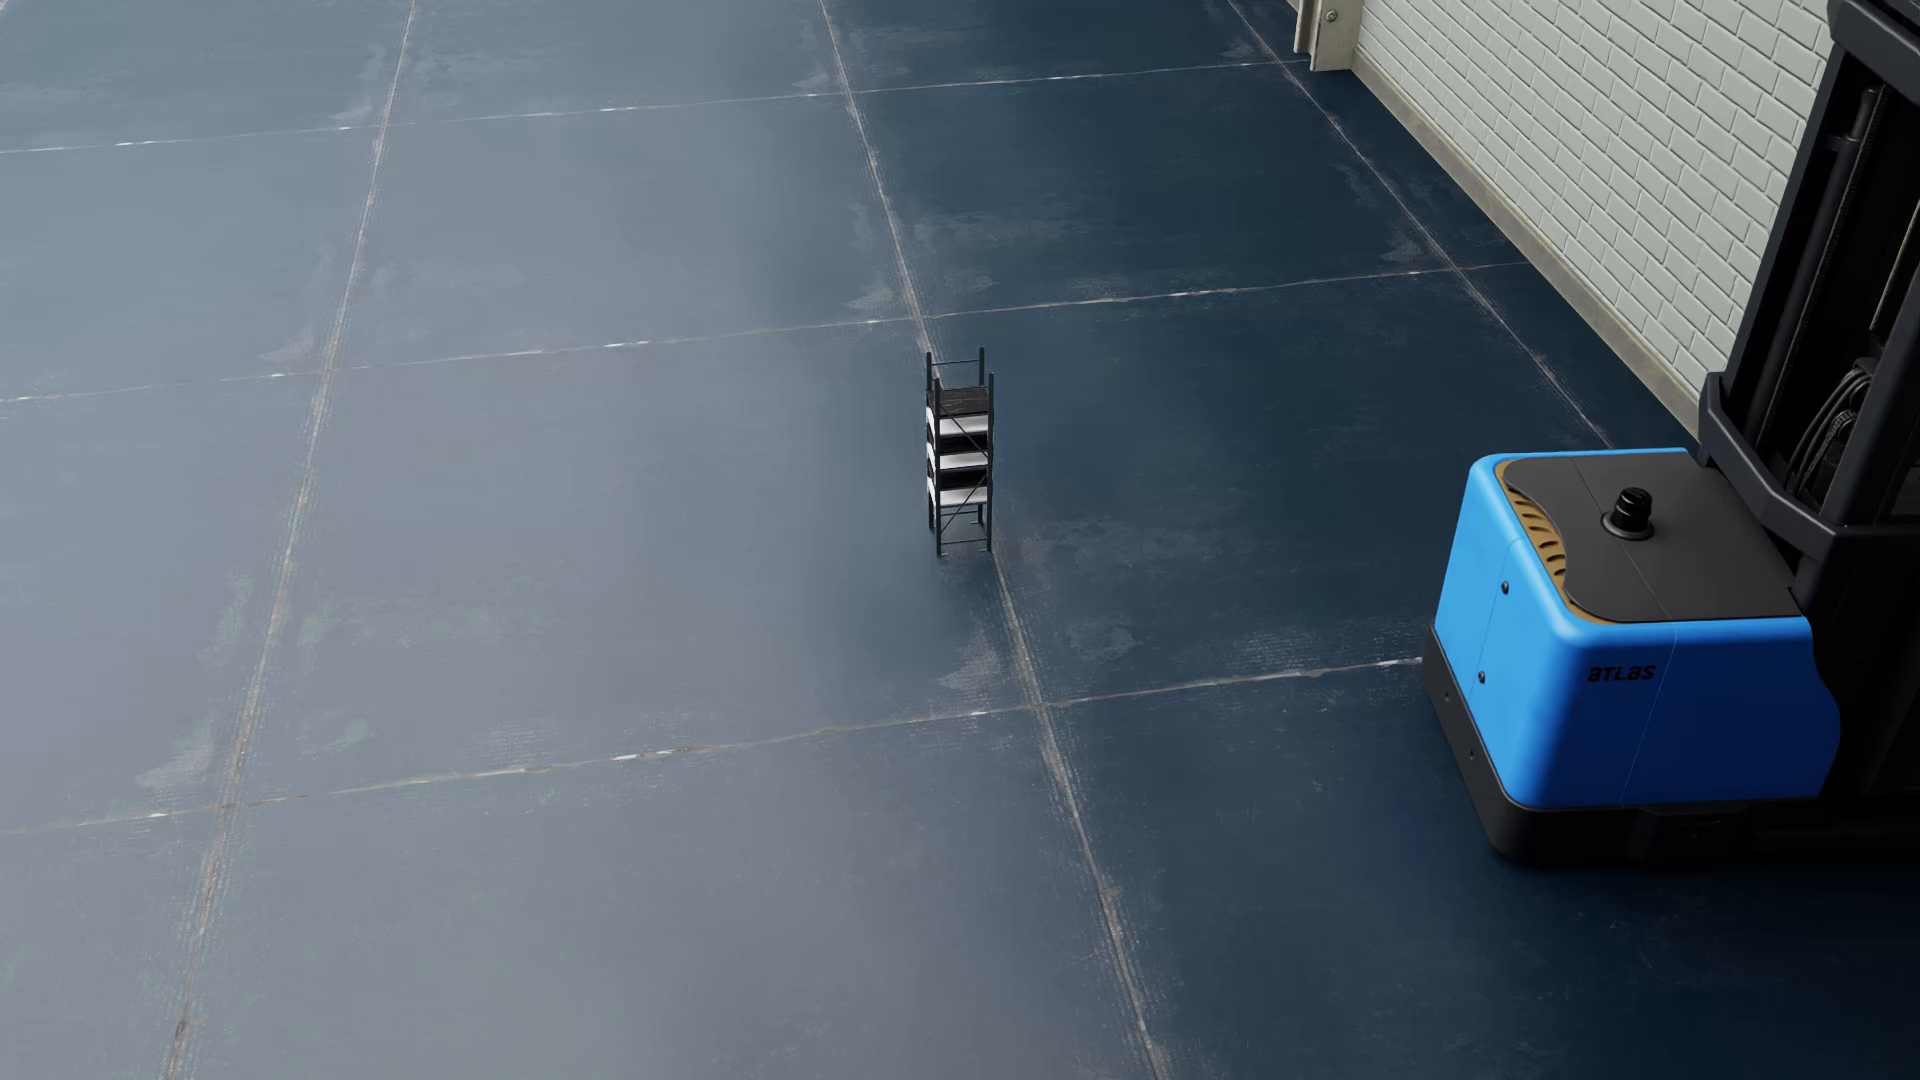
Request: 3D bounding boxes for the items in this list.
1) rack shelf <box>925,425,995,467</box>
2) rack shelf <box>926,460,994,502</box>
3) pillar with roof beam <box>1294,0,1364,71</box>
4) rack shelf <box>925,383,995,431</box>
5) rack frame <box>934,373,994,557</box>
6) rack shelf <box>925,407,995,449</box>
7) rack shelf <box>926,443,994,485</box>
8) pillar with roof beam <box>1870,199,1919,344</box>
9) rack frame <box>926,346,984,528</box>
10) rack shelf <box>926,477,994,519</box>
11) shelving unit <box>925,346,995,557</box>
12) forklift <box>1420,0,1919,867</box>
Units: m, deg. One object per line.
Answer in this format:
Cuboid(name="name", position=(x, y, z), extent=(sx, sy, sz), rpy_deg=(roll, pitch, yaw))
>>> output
Cuboid(name="rack shelf", position=(-0.001, -0.405, 6.945), extent=(0.258, 0.077, 0.200), rpy_deg=(-6, 38, -8))
Cuboid(name="rack shelf", position=(-0.001, -0.263, 7.056), extent=(0.258, 0.077, 0.200), rpy_deg=(-6, 38, -8))
Cuboid(name="pillar with roof beam", position=(-1.711, -6.432, 8.195), extent=(9.100, 9.000, 0.400), rpy_deg=(-6, 38, -8))
Cuboid(name="rack shelf", position=(-0.001, -0.547, 6.835), extent=(0.258, 0.077, 0.200), rpy_deg=(-6, 38, -8))
Cuboid(name="rack frame", position=(0.016, -0.299, 6.901), extent=(0.240, 0.900, 0.006), rpy_deg=(-6, 38, -8))
Cuboid(name="rack shelf", position=(-0.001, -0.476, 6.890), extent=(0.258, 0.077, 0.200), rpy_deg=(-6, 38, -8))
Cuboid(name="rack shelf", position=(-0.001, -0.334, 7.001), extent=(0.258, 0.077, 0.200), rpy_deg=(-6, 38, -8))
Cuboid(name="pillar with roof beam", position=(-0.659, -2.808, 3.530), extent=(9.100, 9.000, 0.400), rpy_deg=(-6, 38, -8))
Cuboid(name="rack frame", position=(-0.019, -0.422, 7.059), extent=(0.240, 0.900, 0.006), rpy_deg=(-6, 38, -8))
Cuboid(name="rack shelf", position=(-0.001, -0.192, 7.111), extent=(0.258, 0.077, 0.200), rpy_deg=(-6, 38, -8))
Cuboid(name="shelving unit", position=(-0.001, -0.360, 6.980), extent=(0.258, 0.900, 0.210), rpy_deg=(-6, 38, -8))
Cuboid(name="forklift", position=(3.326, -0.375, 5.343), extent=(3.031, 2.935, 1.130), rpy_deg=(-2, 38, -3))
